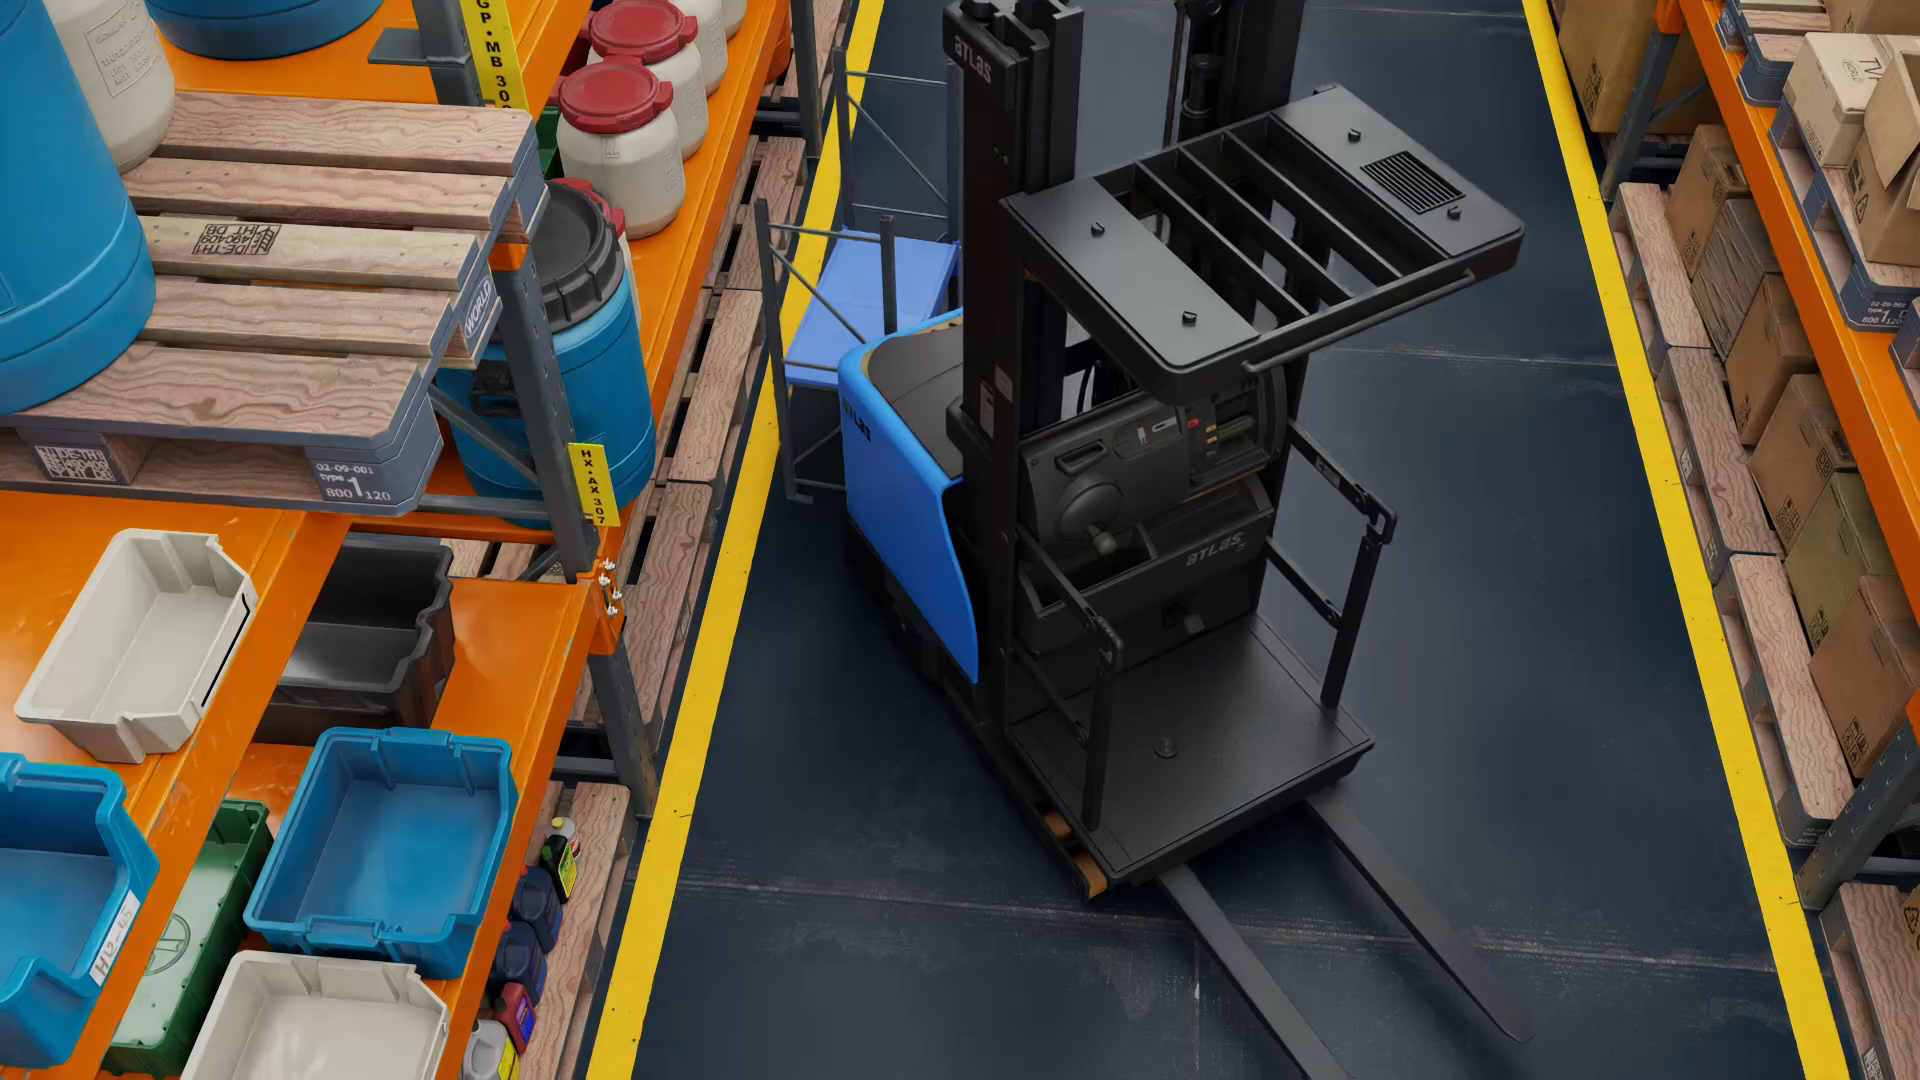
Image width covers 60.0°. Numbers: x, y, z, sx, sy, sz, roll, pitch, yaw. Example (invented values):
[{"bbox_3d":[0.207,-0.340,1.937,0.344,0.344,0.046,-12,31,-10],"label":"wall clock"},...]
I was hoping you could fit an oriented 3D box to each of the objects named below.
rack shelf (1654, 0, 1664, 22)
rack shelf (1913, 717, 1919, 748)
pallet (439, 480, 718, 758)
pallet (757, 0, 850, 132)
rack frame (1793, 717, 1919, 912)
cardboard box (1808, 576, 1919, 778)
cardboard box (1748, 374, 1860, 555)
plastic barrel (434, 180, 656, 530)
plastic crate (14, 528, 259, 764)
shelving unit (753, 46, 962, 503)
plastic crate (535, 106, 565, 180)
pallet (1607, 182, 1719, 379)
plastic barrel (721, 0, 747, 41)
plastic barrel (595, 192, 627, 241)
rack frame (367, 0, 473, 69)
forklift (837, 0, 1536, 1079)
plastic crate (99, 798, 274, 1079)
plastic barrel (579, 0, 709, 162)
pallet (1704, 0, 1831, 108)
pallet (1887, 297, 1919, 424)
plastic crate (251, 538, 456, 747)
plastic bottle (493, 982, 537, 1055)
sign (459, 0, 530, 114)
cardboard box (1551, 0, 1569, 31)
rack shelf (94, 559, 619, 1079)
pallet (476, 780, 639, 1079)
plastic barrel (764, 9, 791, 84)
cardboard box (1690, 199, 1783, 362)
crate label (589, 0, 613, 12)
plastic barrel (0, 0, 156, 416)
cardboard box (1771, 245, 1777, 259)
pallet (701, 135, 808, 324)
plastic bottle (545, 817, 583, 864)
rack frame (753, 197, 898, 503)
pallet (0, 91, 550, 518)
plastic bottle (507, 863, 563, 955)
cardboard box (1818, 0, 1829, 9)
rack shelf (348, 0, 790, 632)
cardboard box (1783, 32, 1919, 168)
[{"bbox_3d":[3.901,-3.938,8.833,1.077,0.370,4.000,4,48,4],"label":"rack shelf"},{"bbox_3d":[3.172,1.941,3.456,1.077,0.370,4.000,4,48,4],"label":"rack shelf"},{"bbox_3d":[-1.545,0.256,6.398,1.003,0.211,1.213,4,48,4],"label":"pallet"},{"bbox_3d":[-1.183,-2.685,9.089,1.003,0.211,1.213,4,48,4],"label":"pallet"},{"bbox_3d":[3.354,0.228,4.535,1.000,3.000,0.127,4,48,4],"label":"rack frame"},{"bbox_3d":[3.431,0.474,5.706,0.700,0.500,0.500,1,48,1],"label":"cardboard box"},{"bbox_3d":[3.544,-0.287,6.401,0.700,0.500,0.500,0,48,0],"label":"cardboard box"},{"bbox_3d":[-1.241,-0.538,4.895,0.600,0.901,0.708,4,48,4],"label":"plastic barrel"},{"bbox_3d":[-1.322,0.178,2.726,0.243,0.136,0.396,4,48,4],"label":"plastic crate"},{"bbox_3d":[-0.364,-1.014,6.687,0.538,1.500,1.048,10,48,9],"label":"shelving unit"},{"bbox_3d":[-1.701,-1.332,6.105,0.450,0.188,0.662,4,48,4],"label":"plastic crate"},{"bbox_3d":[3.646,-1.196,7.727,1.003,0.211,1.213,4,48,4],"label":"pallet"},{"bbox_3d":[-1.095,-2.312,6.782,0.421,0.512,0.421,0,48,0],"label":"plastic barrel"},{"bbox_3d":[-1.305,-1.021,5.770,0.301,0.262,0.301,0,48,0],"label":"plastic barrel"},{"bbox_3d":[-1.578,-2.130,2.625,1.000,3.000,0.127,4,48,4],"label":"rack frame"},{"bbox_3d":[0.718,-0.168,4.943,1.130,2.935,3.031,-23,52,-20],"label":"forklift"},{"bbox_3d":[-1.983,0.945,4.022,0.450,0.188,0.662,4,48,4],"label":"plastic crate"},{"bbox_3d":[-1.167,-1.696,6.202,0.433,0.535,0.433,0,48,0],"label":"plastic barrel"},{"bbox_3d":[3.760,-2.116,6.808,1.213,0.211,1.003,4,48,4],"label":"pallet"},{"bbox_3d":[3.568,-0.259,5.110,1.003,0.211,1.213,4,48,4],"label":"pallet"},{"bbox_3d":[-1.753,0.292,4.518,0.767,0.338,0.504,4,48,4],"label":"plastic crate"},{"bbox_3d":[-1.341,1.419,4.988,0.061,0.283,0.133,7,48,6],"label":"plastic bottle"},{"bbox_3d":[-1.032,-1.075,3.688,0.100,0.325,0.005,4,48,4],"label":"sign"},{"bbox_3d":[3.891,-3.296,8.913,1.225,0.875,0.875,4,48,4],"label":"cardboard box"},{"bbox_3d":[-1.761,1.607,3.760,1.077,0.370,4.000,4,48,4],"label":"rack shelf"},{"bbox_3d":[-1.681,1.327,5.419,1.003,0.211,1.213,4,48,4],"label":"pallet"},{"bbox_3d":[-1.186,-2.814,8.503,0.600,0.830,0.708,4,48,4],"label":"plastic barrel"},{"bbox_3d":[3.640,-1.114,7.158,0.700,0.500,0.500,0,48,0],"label":"cardboard box"},{"bbox_3d":[-1.574,-2.344,6.863,0.502,0.435,0.616,4,48,4],"label":"crate label"},{"bbox_3d":[-1.776,-0.704,2.730,0.600,0.901,0.708,4,48,4],"label":"plastic barrel"},{"bbox_3d":[3.649,-1.384,6.897,0.500,0.250,0.500,9,48,8],"label":"cardboard box"},{"bbox_3d":[-1.323,-1.537,8.038,1.003,0.211,1.213,4,48,4],"label":"pallet"},{"bbox_3d":[-1.301,0.979,5.446,0.097,0.201,0.097,0,48,0],"label":"plastic bottle"},{"bbox_3d":[-0.478,-0.648,6.353,0.500,1.500,0.032,10,48,9],"label":"rack frame"},{"bbox_3d":[-1.547,-0.517,3.311,1.213,0.211,1.003,4,48,4],"label":"pallet"},{"bbox_3d":[-1.350,1.133,5.204,0.144,0.351,0.185,3,48,2],"label":"plastic bottle"},{"bbox_3d":[3.709,-2.487,6.666,0.500,0.500,0.500,-1,48,-1],"label":"cardboard box"},{"bbox_3d":[-1.396,-1.332,6.449,1.077,0.370,4.000,4,48,4],"label":"rack shelf"},{"bbox_3d":[3.337,-1.586,6.011,0.500,0.250,0.500,3,48,2],"label":"cardboard box"}]
